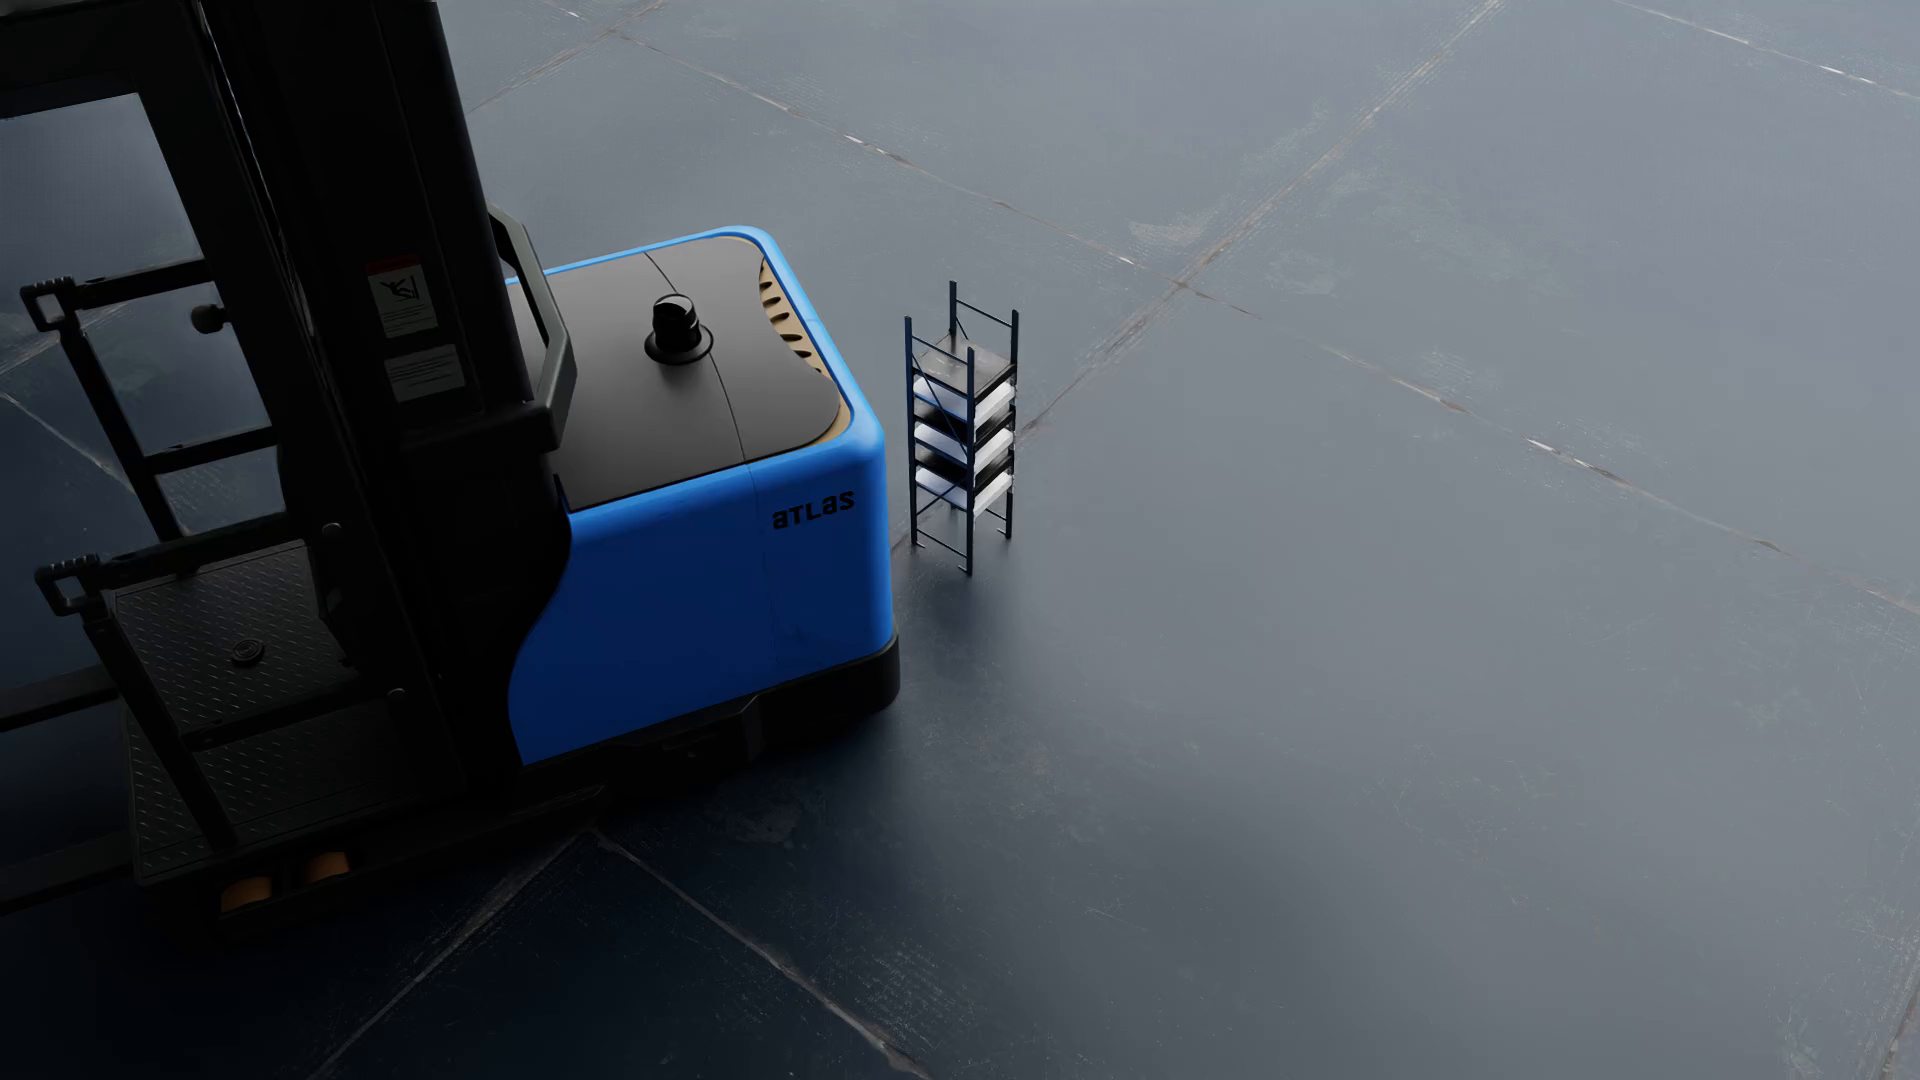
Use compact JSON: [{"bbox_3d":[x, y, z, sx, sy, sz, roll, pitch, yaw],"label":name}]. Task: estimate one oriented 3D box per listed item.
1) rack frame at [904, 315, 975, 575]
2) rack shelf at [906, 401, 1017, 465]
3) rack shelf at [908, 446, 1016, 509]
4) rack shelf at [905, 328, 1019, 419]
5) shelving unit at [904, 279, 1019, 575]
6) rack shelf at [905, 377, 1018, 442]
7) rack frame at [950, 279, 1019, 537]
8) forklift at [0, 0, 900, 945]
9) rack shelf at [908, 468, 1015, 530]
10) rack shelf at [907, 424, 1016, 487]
[{"bbox_3d":[-0.057,-0.257,4.873,0.240,0.900,0.006,29,53,25],"label":"rack frame"},{"bbox_3d":[0.005,-0.355,4.888,0.258,0.077,0.200,29,53,25],"label":"rack shelf"},{"bbox_3d":[0.005,-0.230,5.018,0.258,0.077,0.200,29,53,25],"label":"rack shelf"},{"bbox_3d":[0.005,-0.479,4.758,0.258,0.077,0.200,29,53,25],"label":"rack shelf"},{"bbox_3d":[0.005,-0.315,4.929,0.258,0.900,0.210,29,53,25],"label":"shelving unit"},{"bbox_3d":[0.005,-0.417,4.823,0.258,0.077,0.200,29,53,25],"label":"rack shelf"},{"bbox_3d":[0.067,-0.374,4.985,0.240,0.900,0.006,29,53,25],"label":"rack frame"},{"bbox_3d":[-1.737,-0.430,3.634,3.031,2.935,1.130,-17,49,-16],"label":"forklift"},{"bbox_3d":[0.005,-0.168,5.083,0.258,0.077,0.200,29,53,25],"label":"rack shelf"},{"bbox_3d":[0.005,-0.292,4.953,0.258,0.077,0.200,29,53,25],"label":"rack shelf"}]
